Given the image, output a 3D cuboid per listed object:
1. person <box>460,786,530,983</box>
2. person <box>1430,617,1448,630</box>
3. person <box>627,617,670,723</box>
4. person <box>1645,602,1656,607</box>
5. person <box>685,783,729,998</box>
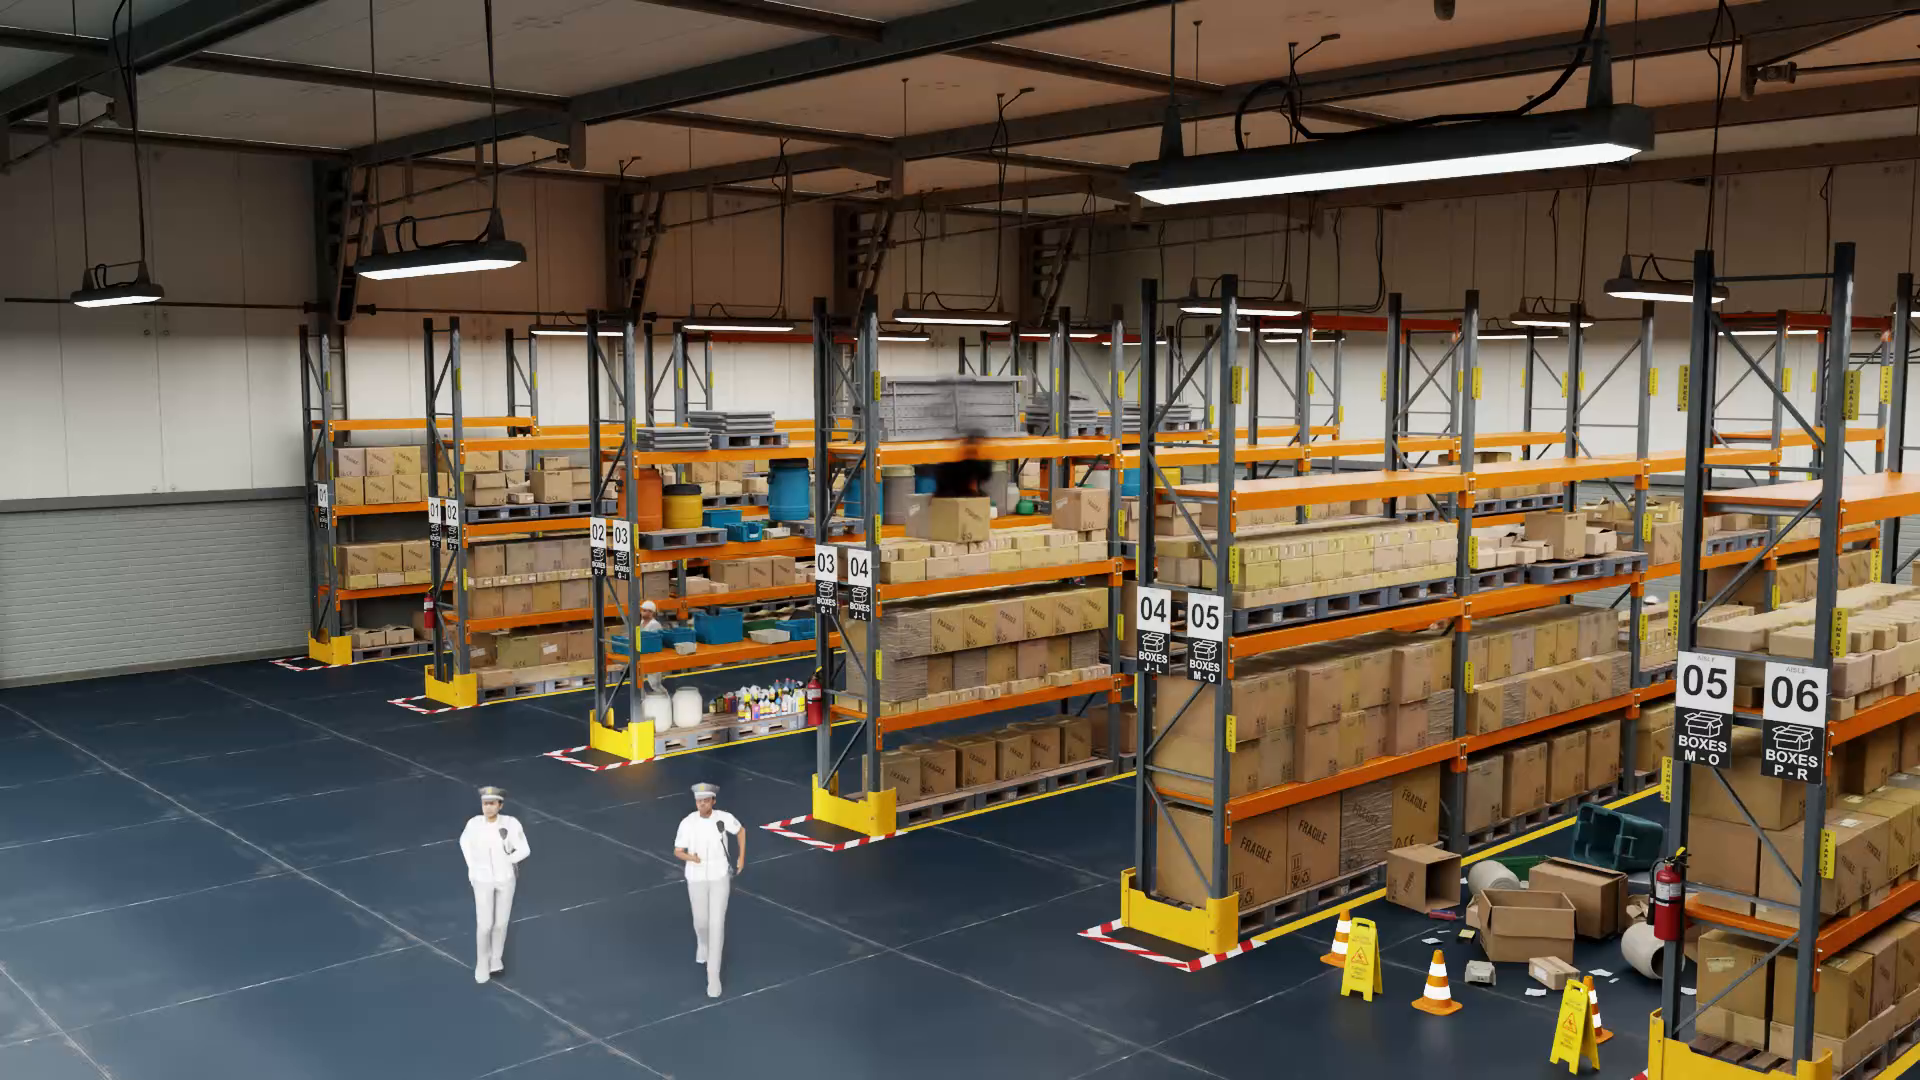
[{"bbox_3d":[-3.941,2.916,14.106,0.584,1.709,0.651,-1,6,-13],"label":"person"},{"bbox_3d":[6.953,1.747,24.209,0.513,1.474,0.723,-5,7,-39],"label":"person"},{"bbox_3d":[-4.607,1.929,24.530,0.512,1.602,0.784,5,8,42],"label":"person"},{"bbox_3d":[10.459,1.332,25.427,0.522,0.856,0.538,5,8,43],"label":"person"},{"bbox_3d":[-2.145,2.896,14.139,0.379,1.706,0.935,0,6,-2],"label":"person"}]
